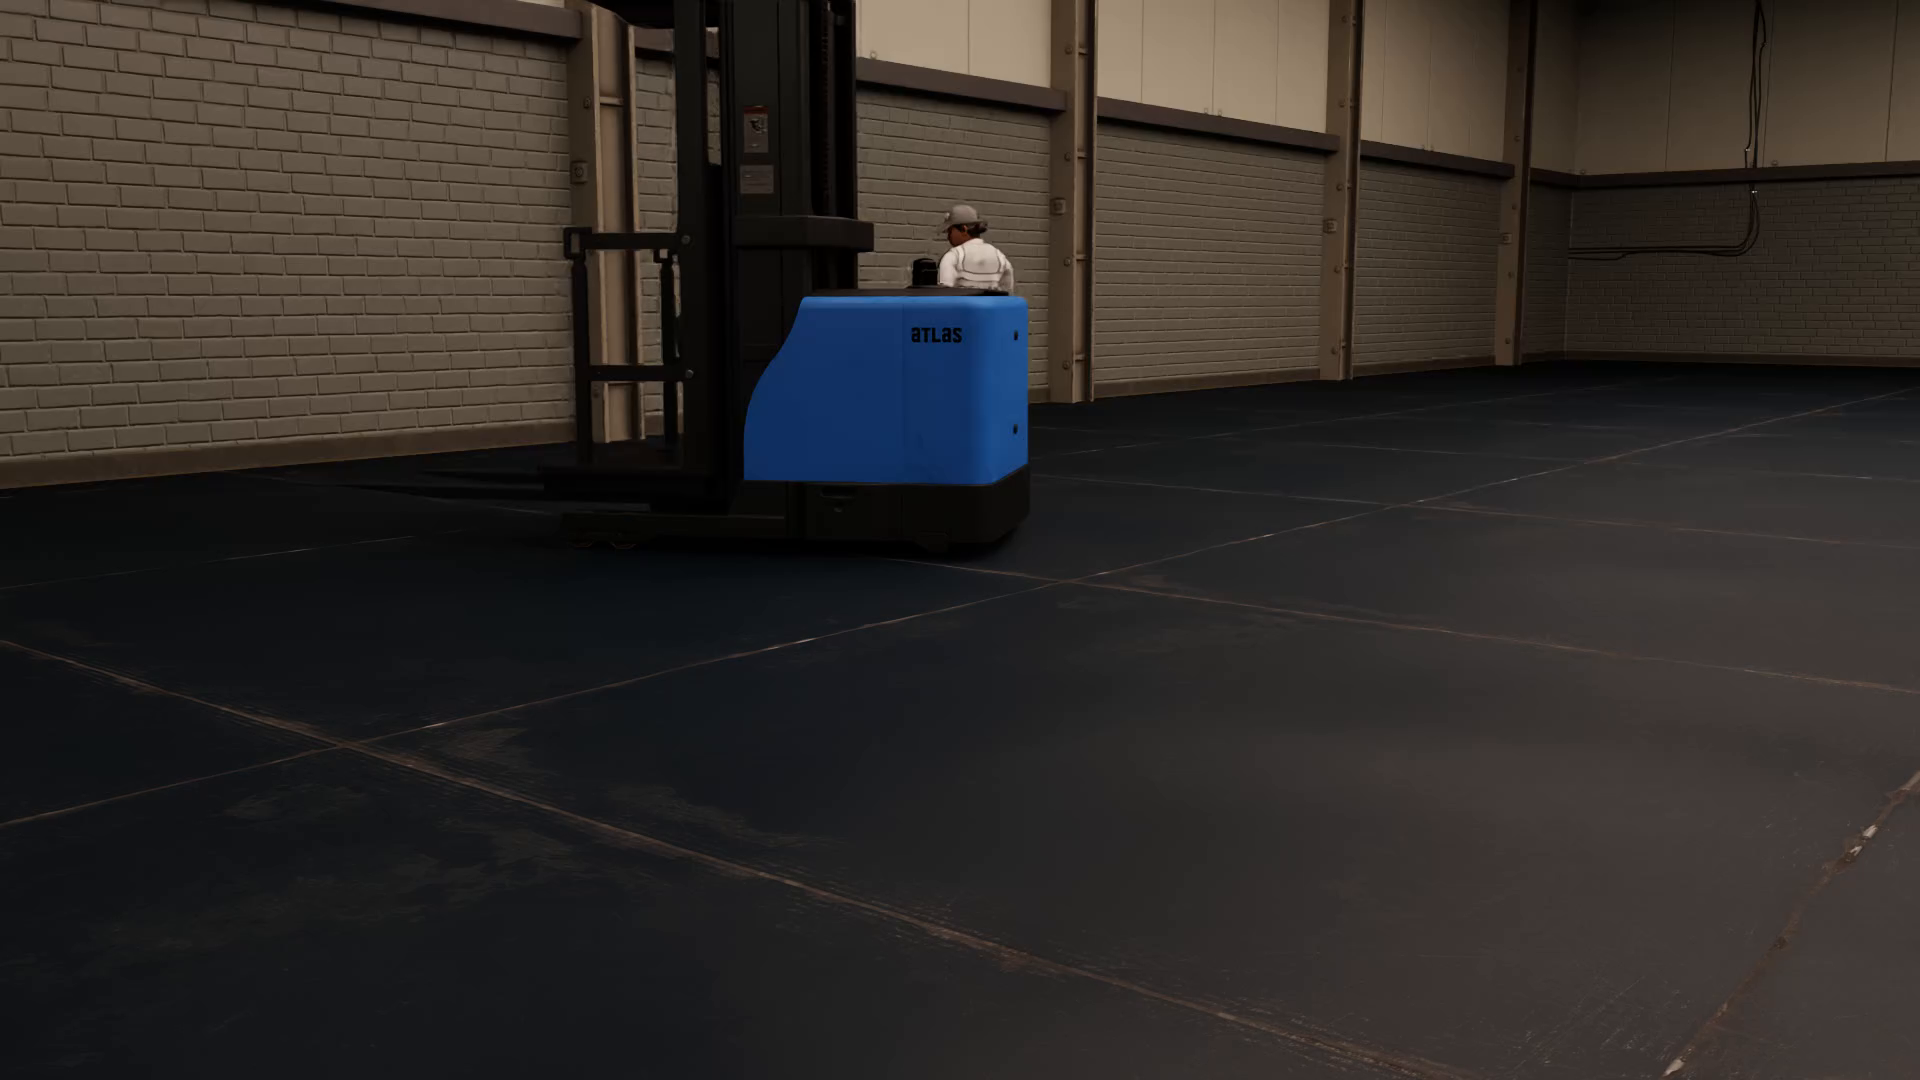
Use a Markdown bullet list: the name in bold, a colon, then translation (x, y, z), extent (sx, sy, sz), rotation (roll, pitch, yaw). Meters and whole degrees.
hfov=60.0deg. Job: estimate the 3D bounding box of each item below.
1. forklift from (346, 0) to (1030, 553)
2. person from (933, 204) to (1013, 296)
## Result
- **forklift**: translation (-1.245, -1.480, 7.397), extent (3.031, 2.935, 1.130), rotation (2, 9, 12)
- **person**: translation (0.015, -1.149, 9.760), extent (0.630, 1.610, 0.595), rotation (-2, 9, -15)
